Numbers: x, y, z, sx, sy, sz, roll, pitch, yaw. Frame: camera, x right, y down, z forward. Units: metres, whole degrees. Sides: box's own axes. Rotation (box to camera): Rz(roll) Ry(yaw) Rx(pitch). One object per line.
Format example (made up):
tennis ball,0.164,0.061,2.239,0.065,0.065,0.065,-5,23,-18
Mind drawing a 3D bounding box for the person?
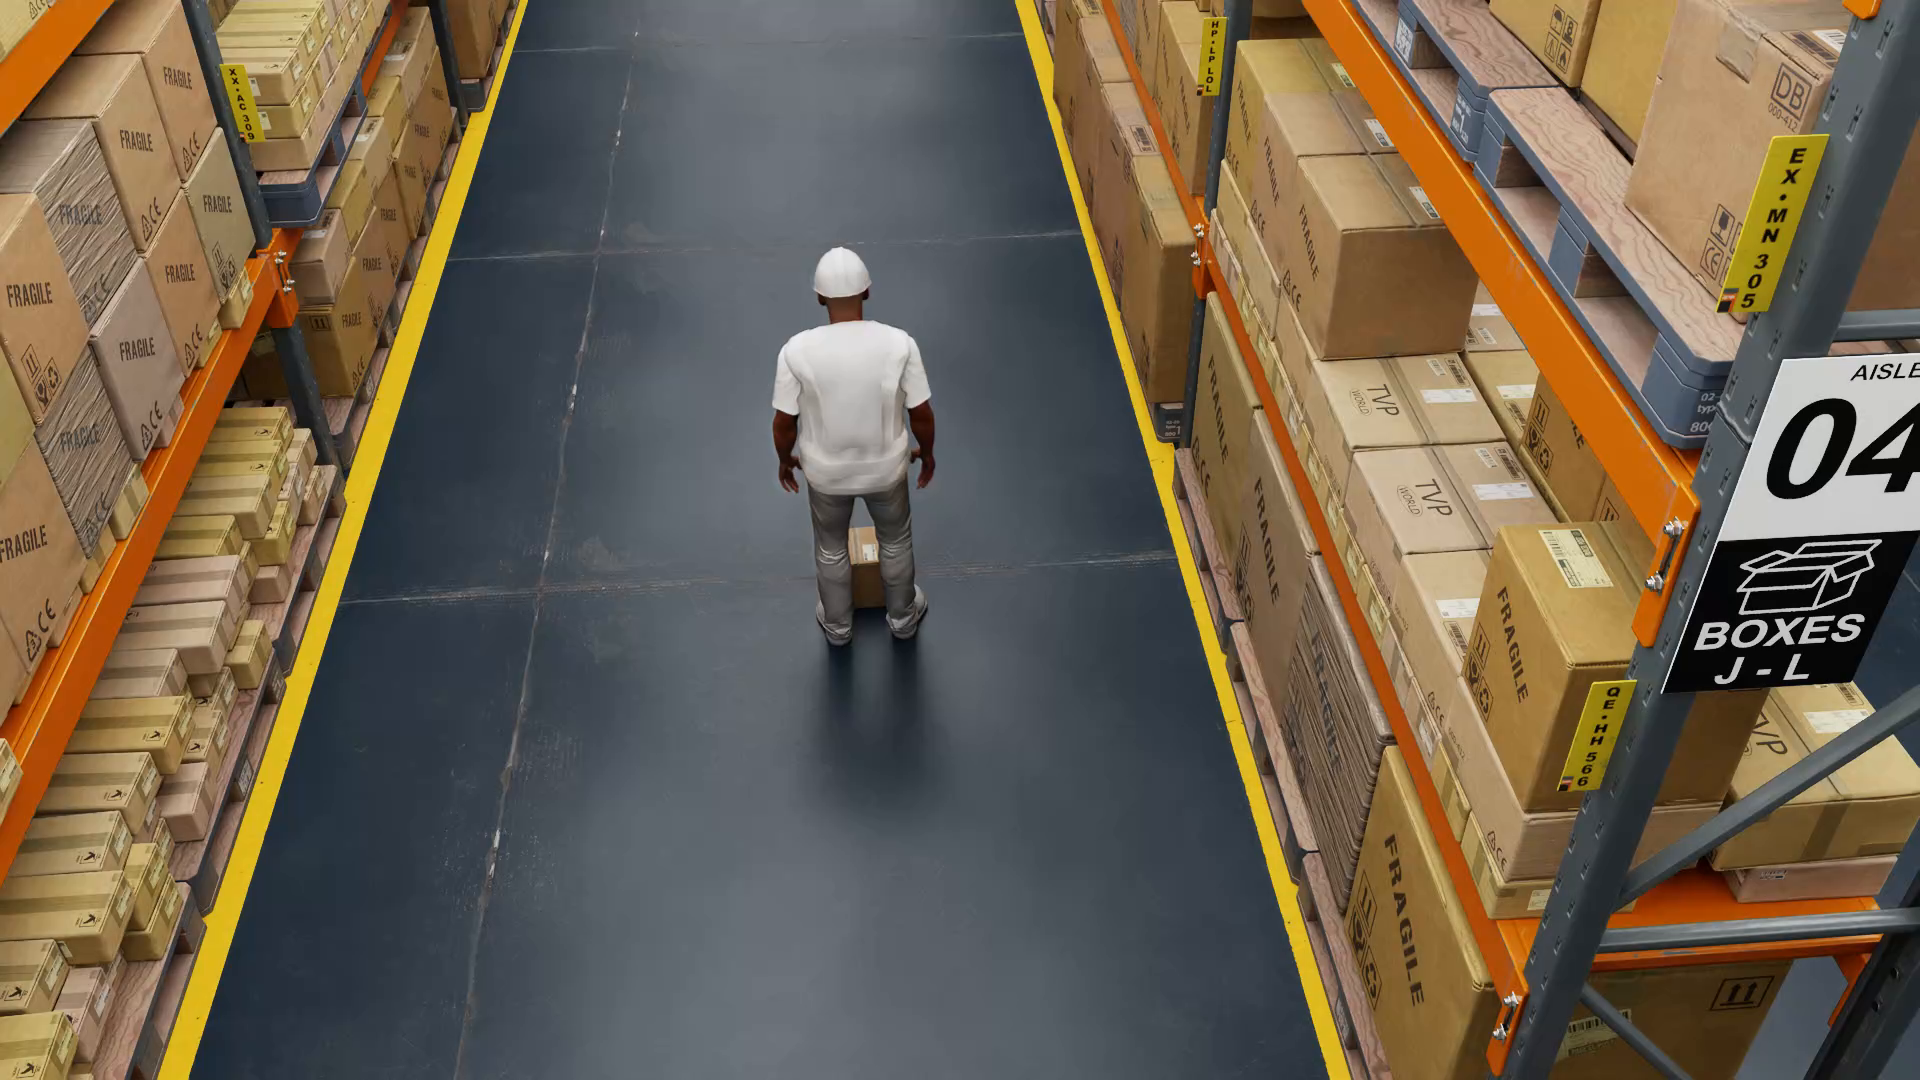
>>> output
person,-0.408,-0.325,6.542,0.628,1.761,0.458,-3,39,-4
